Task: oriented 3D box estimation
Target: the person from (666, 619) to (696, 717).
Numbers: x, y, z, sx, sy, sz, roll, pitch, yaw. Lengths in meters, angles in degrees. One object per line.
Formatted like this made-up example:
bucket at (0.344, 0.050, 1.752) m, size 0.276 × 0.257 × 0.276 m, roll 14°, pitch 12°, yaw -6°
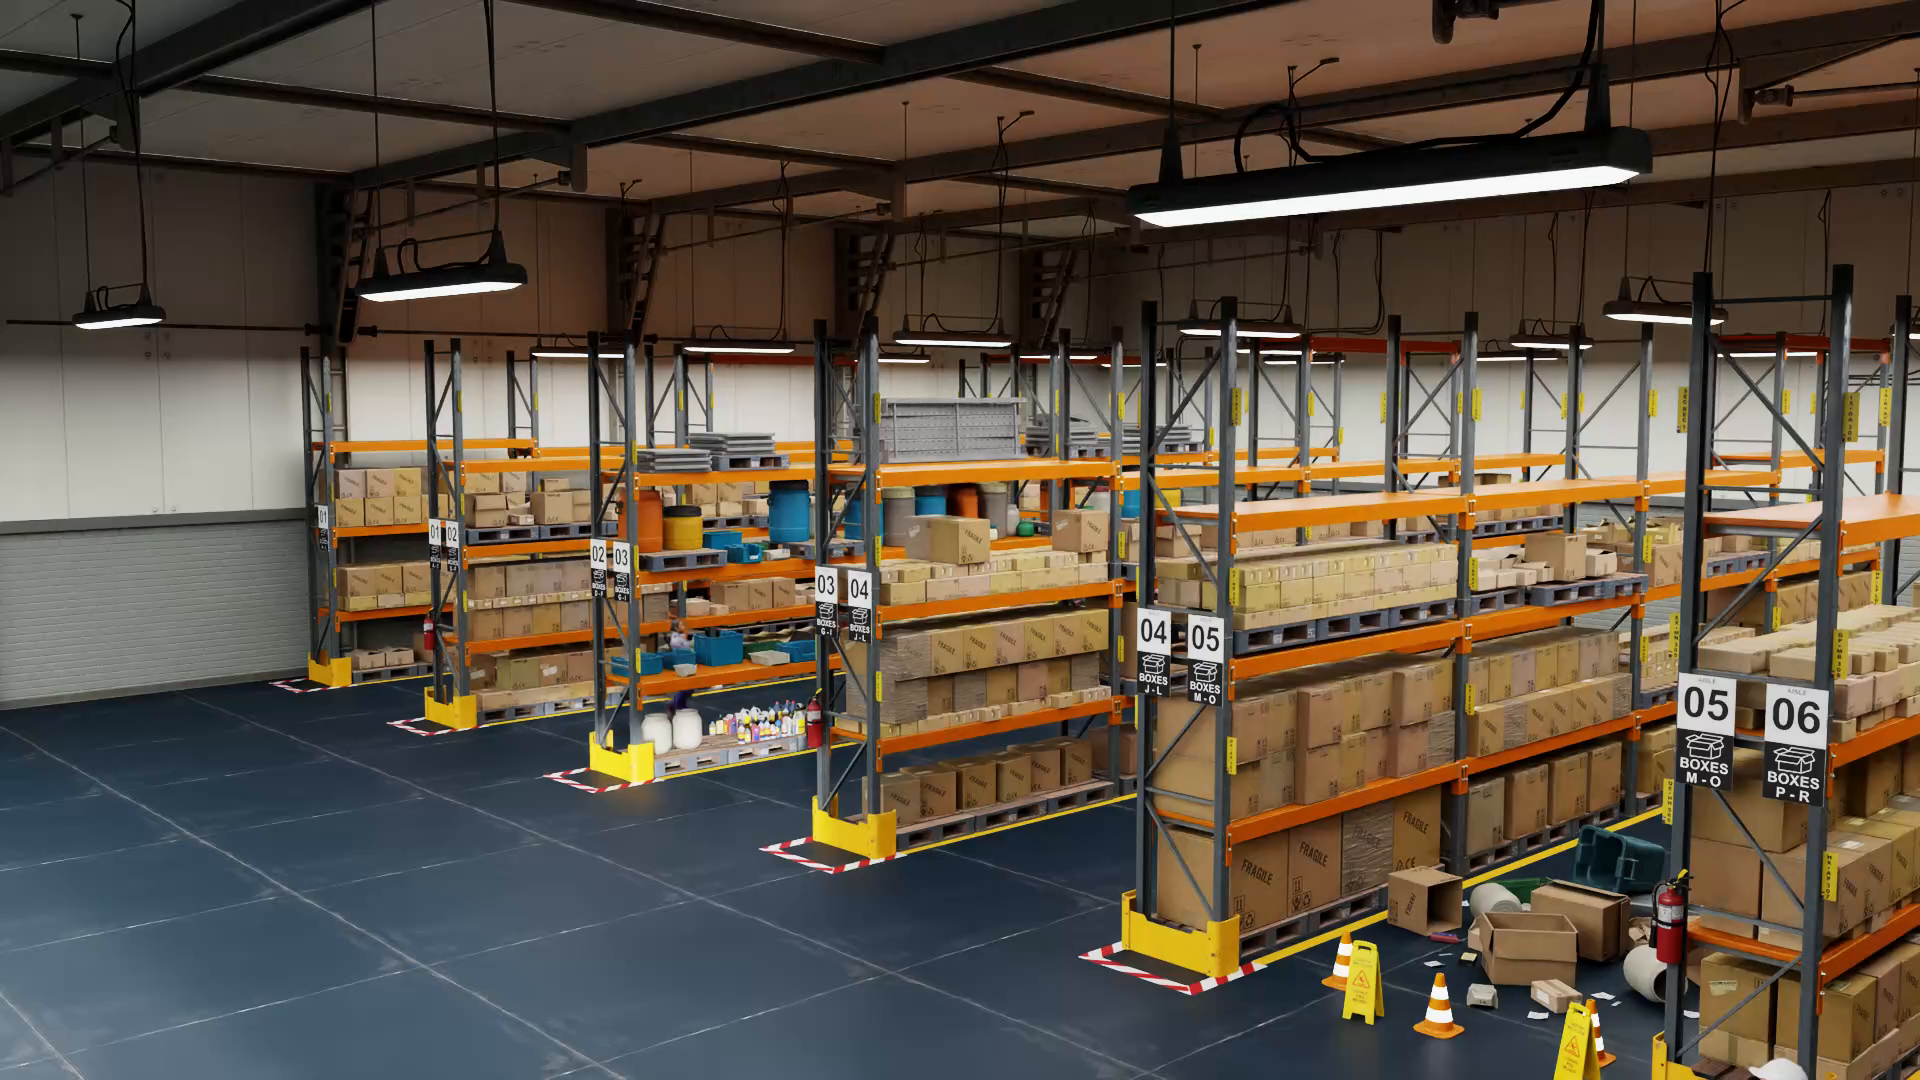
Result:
person at (-4.389, 2.042, 26.084) m, size 0.475 × 1.635 × 0.490 m, roll -1°, pitch 5°, yaw -9°

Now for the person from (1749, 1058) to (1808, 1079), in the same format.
person at (4.125, 3.517, 8.488) m, size 0.381 × 1.795 × 0.587 m, roll 2°, pitch 5°, yaw 18°
